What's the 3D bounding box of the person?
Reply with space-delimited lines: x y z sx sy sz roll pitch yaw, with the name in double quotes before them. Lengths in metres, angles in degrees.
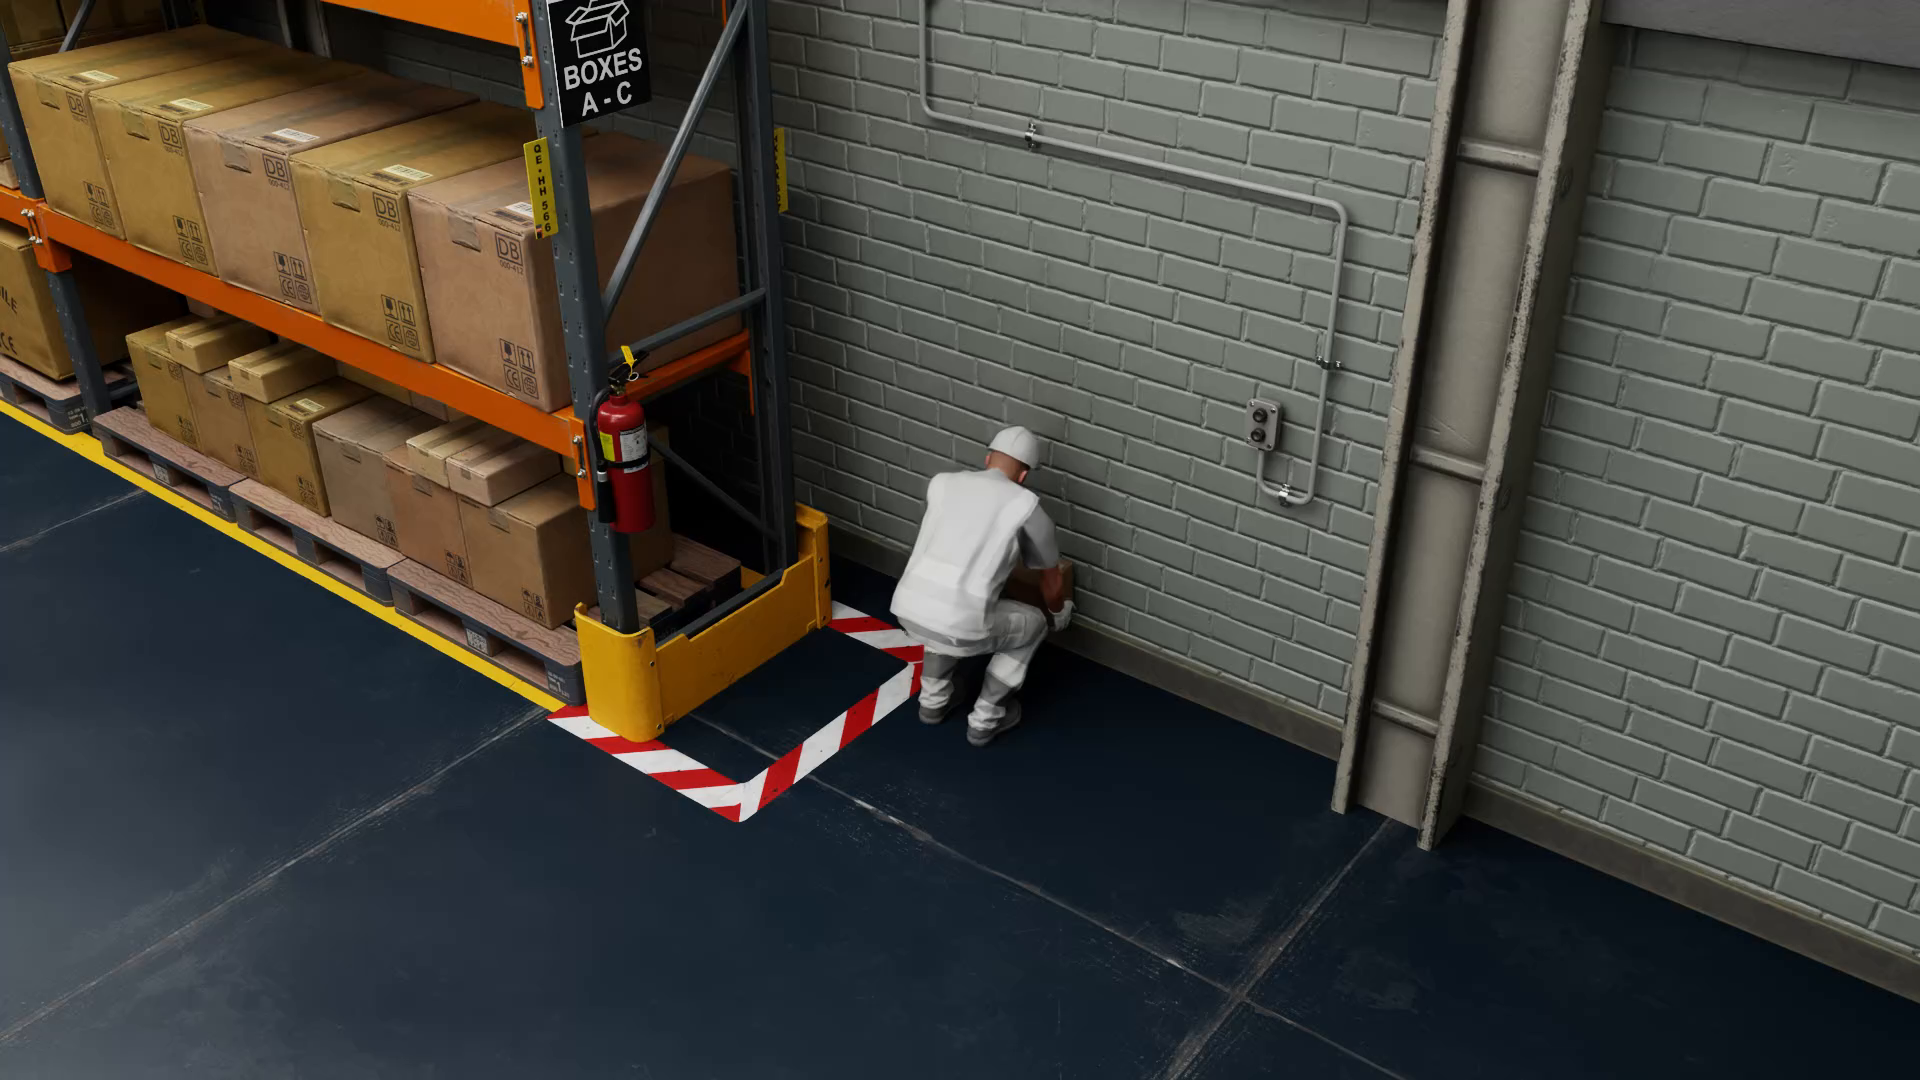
"person" 0.057 0.181 6.468 0.582 1.114 0.856 20 36 30
